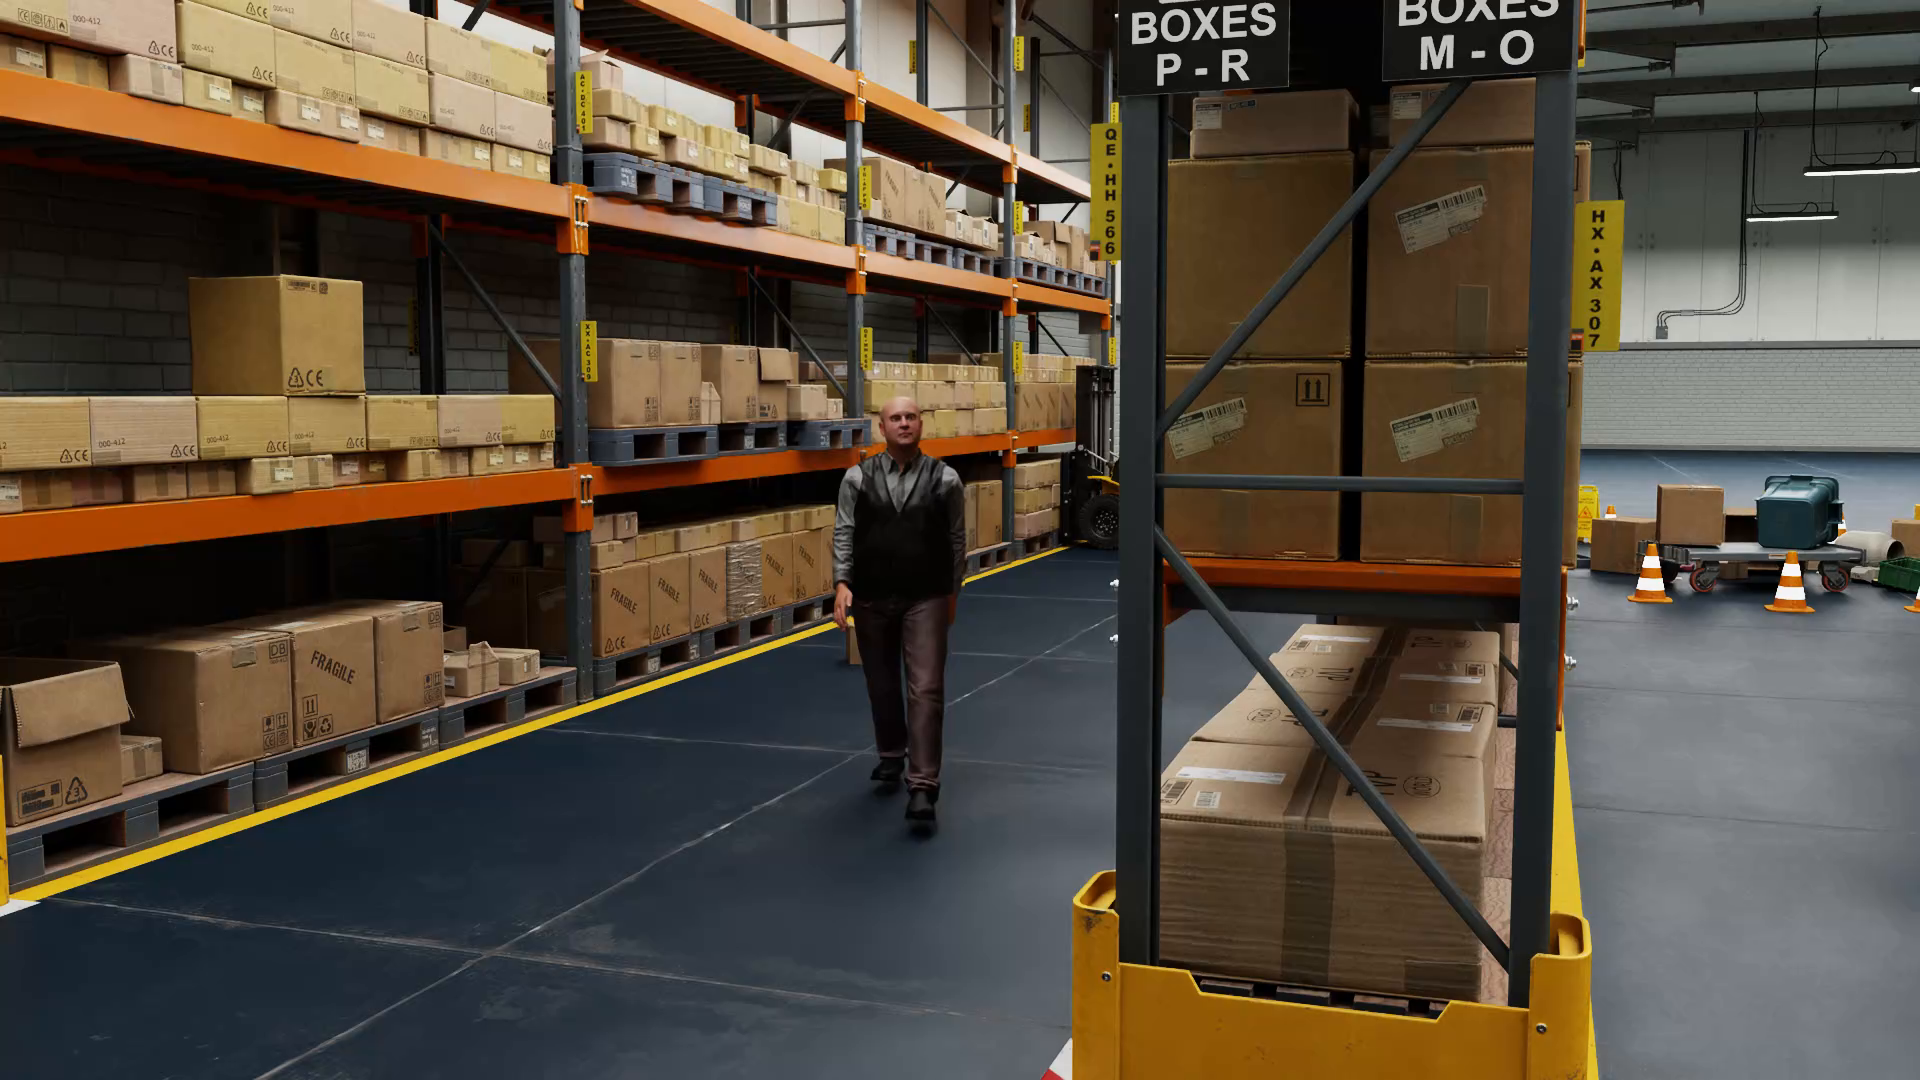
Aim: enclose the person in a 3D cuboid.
[{"bbox_3d":[-0.257,0.287,6.811,0.544,1.592,1.004,0,5,4],"label":"person"}]
